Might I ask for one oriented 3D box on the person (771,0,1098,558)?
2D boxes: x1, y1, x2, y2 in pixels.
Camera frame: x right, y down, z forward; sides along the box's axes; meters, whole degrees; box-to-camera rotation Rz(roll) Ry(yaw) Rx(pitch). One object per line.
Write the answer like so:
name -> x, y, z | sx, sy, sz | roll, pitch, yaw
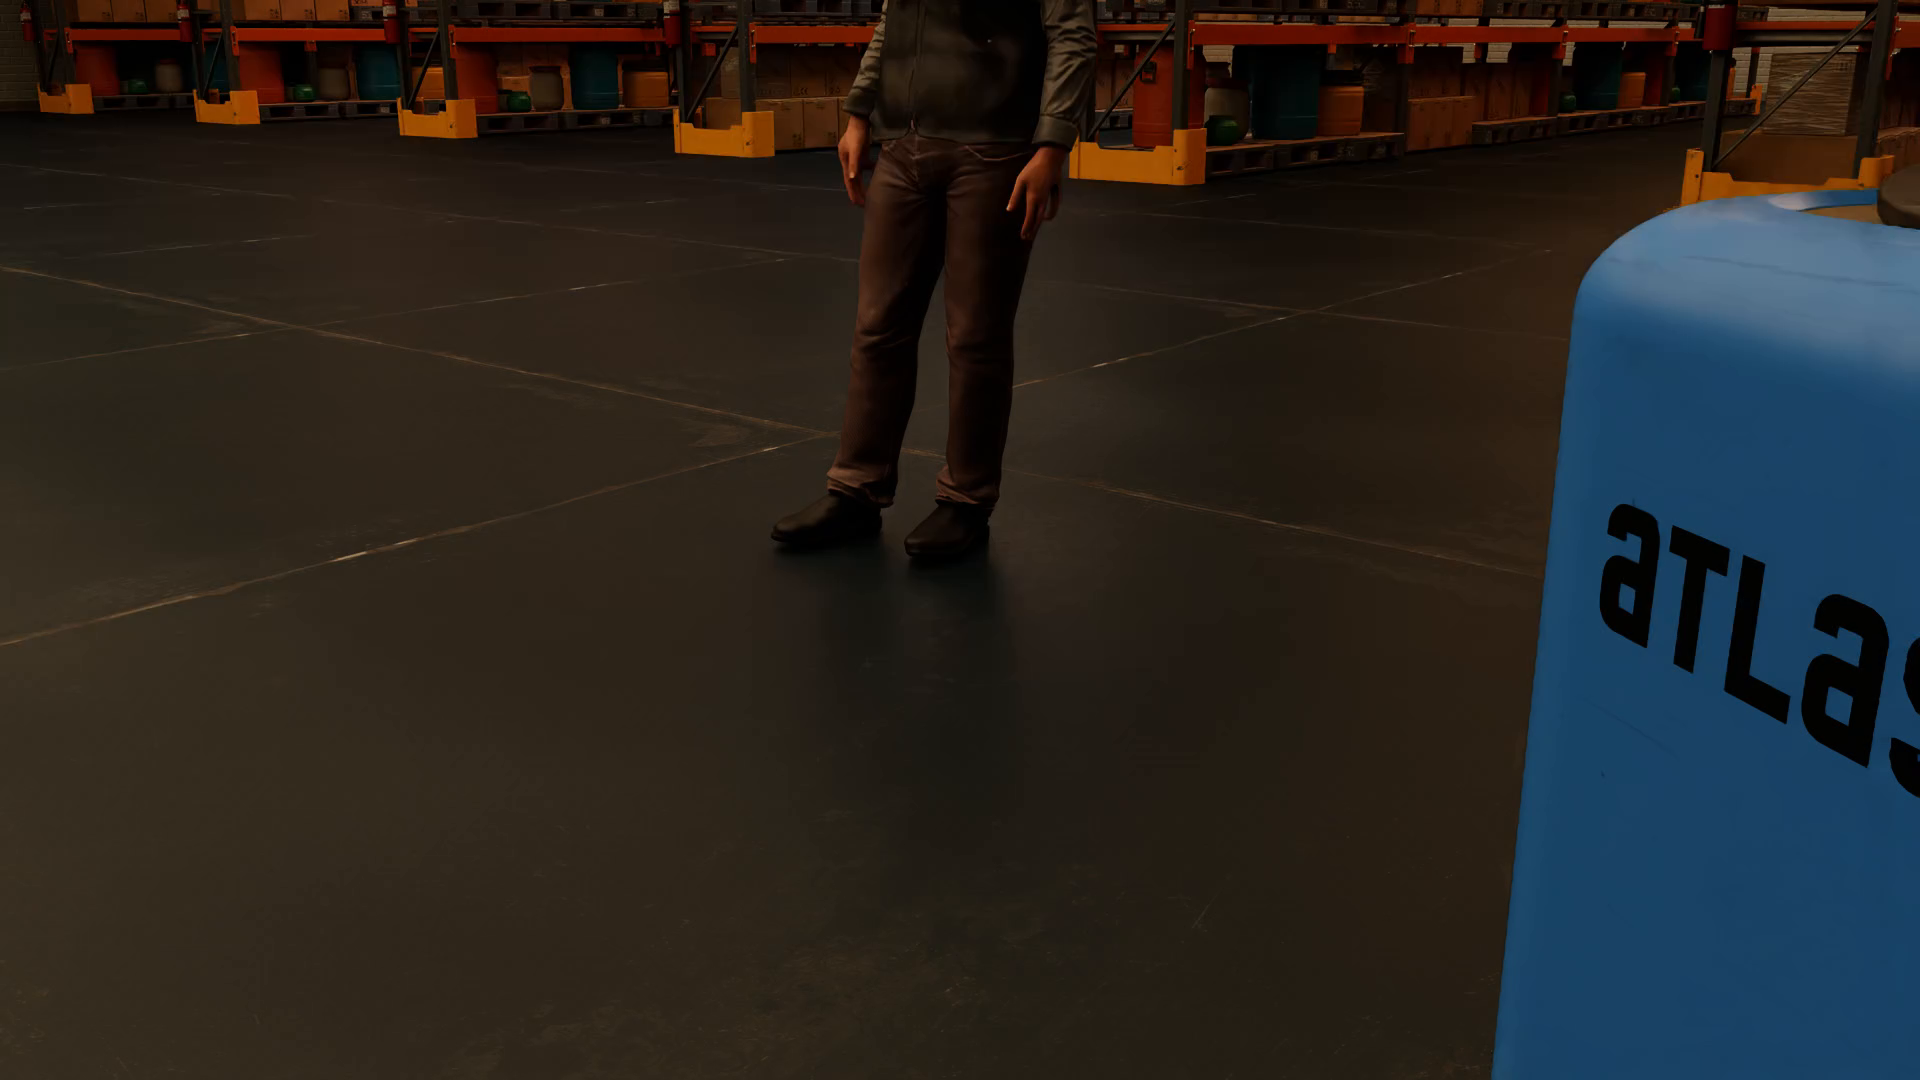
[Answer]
person -> -0.051, -0.816, 3.642 | 0.633, 1.722, 0.551 | 13, 21, 37
